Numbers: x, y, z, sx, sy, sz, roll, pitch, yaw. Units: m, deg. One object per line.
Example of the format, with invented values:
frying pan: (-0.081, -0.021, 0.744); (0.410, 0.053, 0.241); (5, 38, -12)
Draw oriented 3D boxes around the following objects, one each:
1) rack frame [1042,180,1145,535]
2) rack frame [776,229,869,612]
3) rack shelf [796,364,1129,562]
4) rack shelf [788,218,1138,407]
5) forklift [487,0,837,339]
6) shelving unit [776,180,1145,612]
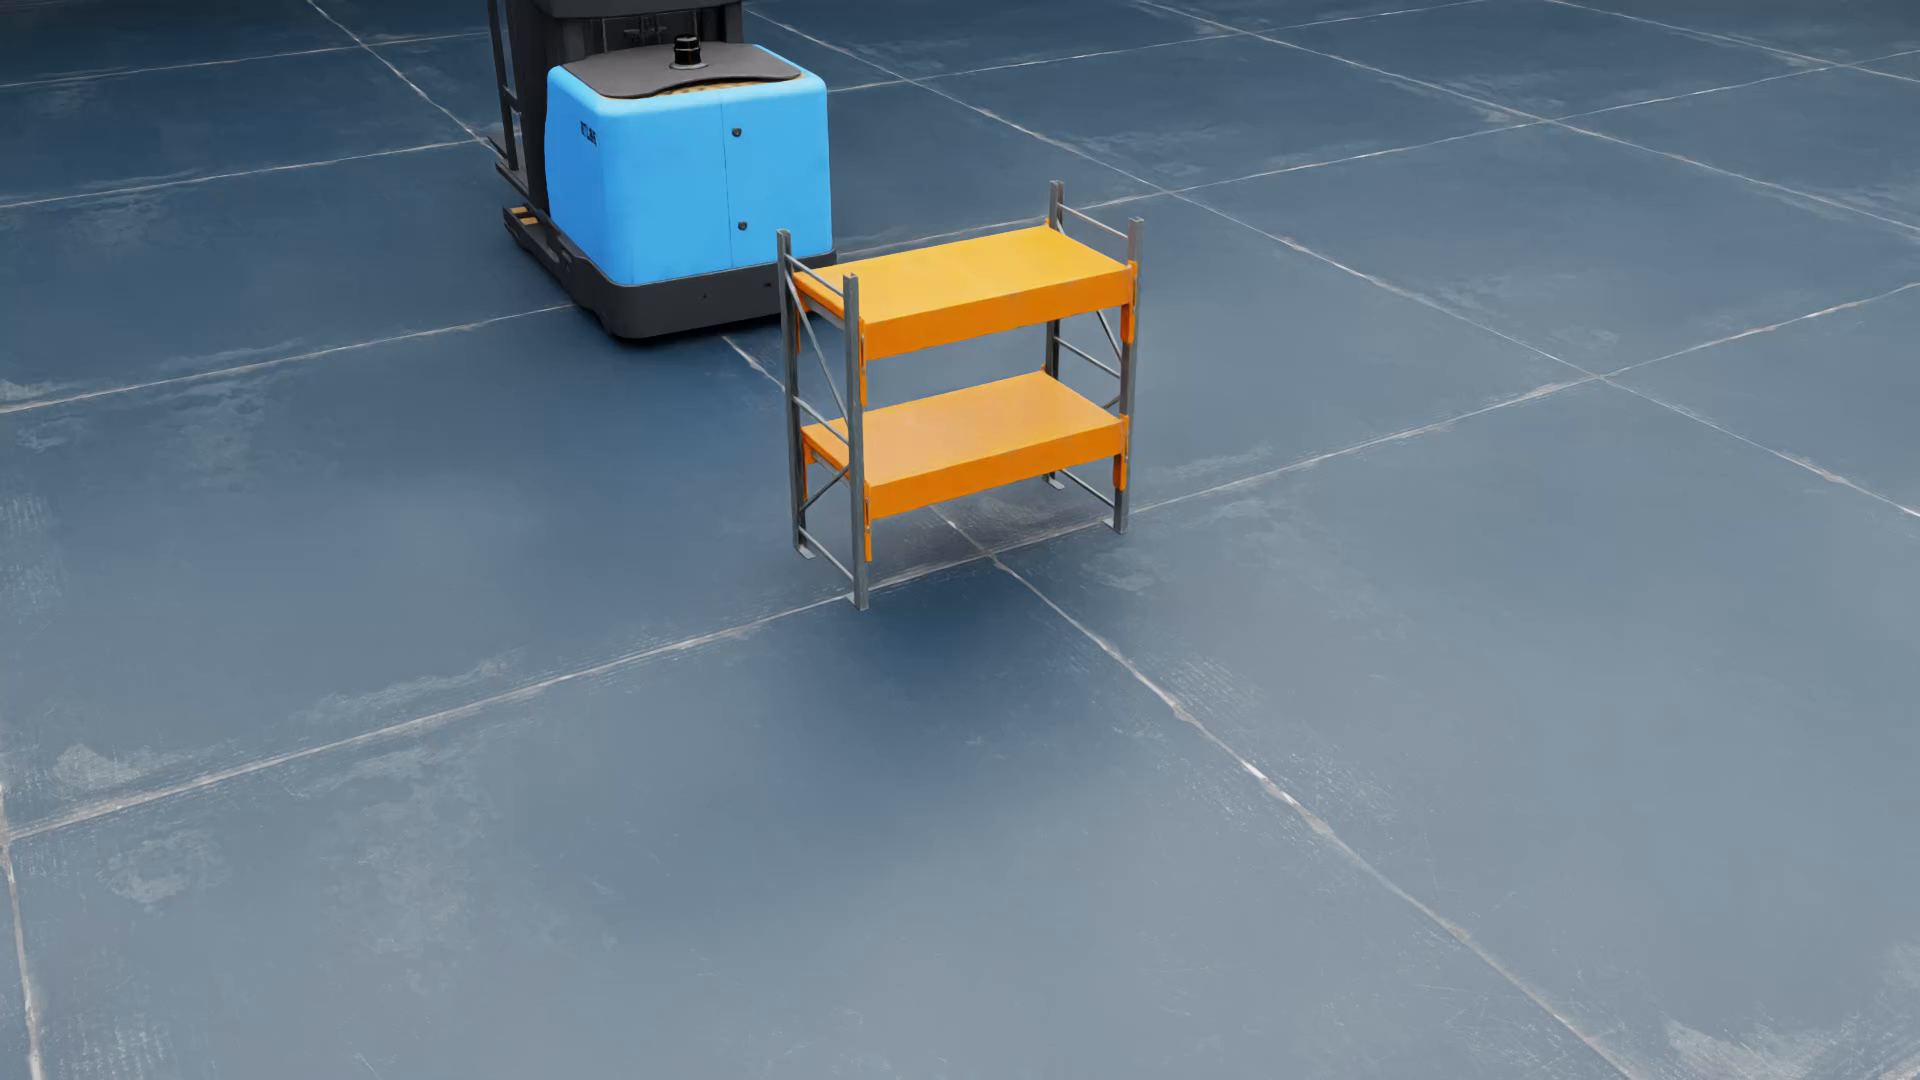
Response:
rack frame: (0.444, -0.619, 5.707); (0.032, 1.125, 0.500); (-16, 33, -26)
rack frame: (-0.432, -0.370, 5.256); (0.032, 1.125, 0.500); (-16, 33, -26)
rack shelf: (0.006, -0.280, 5.599); (1.000, 0.278, 0.538); (-16, 33, -26)
rack shelf: (0.006, -0.750, 5.340); (1.000, 0.278, 0.538); (-16, 33, -26)
forklift: (-1.690, -2.836, 7.855); (1.130, 2.935, 3.031); (-14, 32, -24)
shelving unit: (0.006, -0.494, 5.481); (1.048, 1.125, 0.538); (-16, 33, -26)
